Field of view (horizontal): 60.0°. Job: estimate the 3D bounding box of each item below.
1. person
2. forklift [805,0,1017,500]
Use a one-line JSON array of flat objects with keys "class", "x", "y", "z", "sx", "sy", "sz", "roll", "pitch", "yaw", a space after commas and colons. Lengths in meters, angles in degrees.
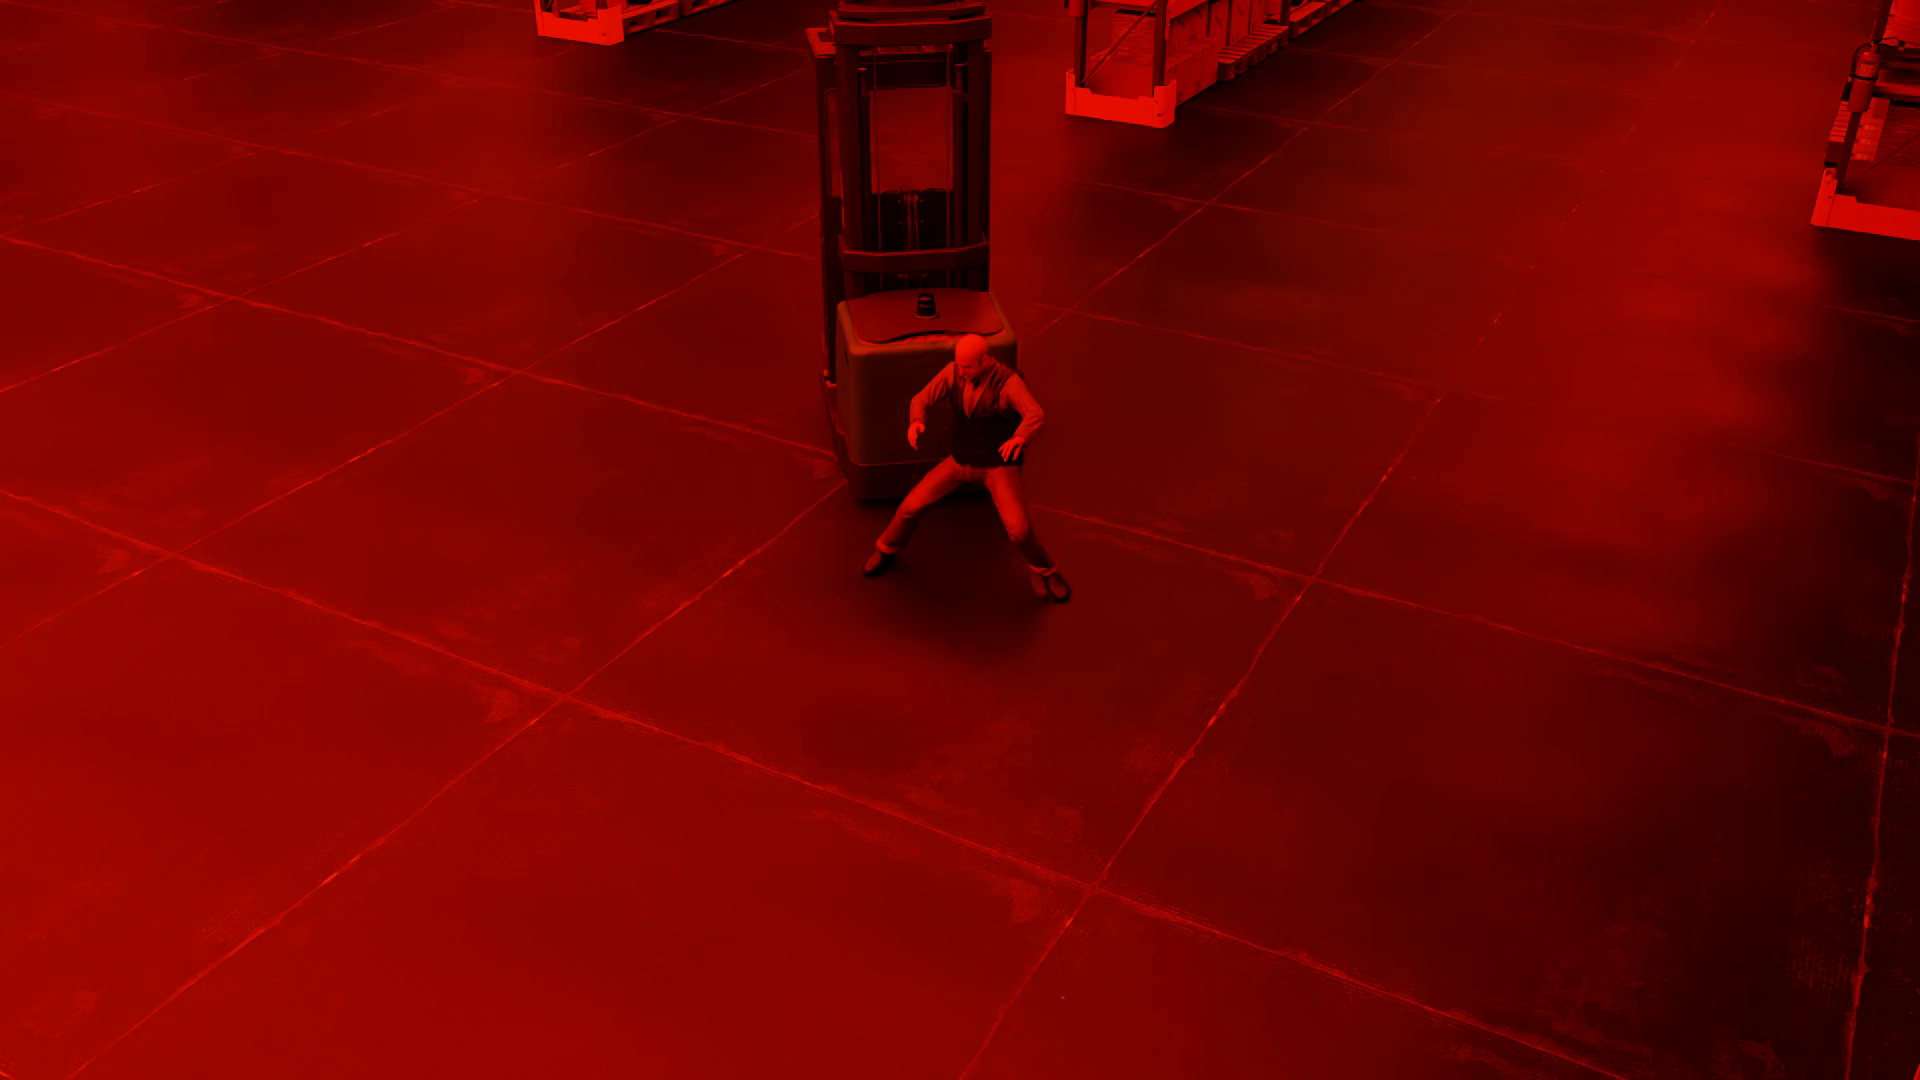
[{"class": "person", "x": 0.078, "y": -0.415, "z": 9.226, "sx": 1.204, "sy": 1.497, "sz": 0.709, "roll": 20, "pitch": 36, "yaw": 31}, {"class": "forklift", "x": -0.393, "y": -2.238, "z": 10.949, "sx": 1.130, "sy": 2.935, "sz": 3.031, "roll": -5, "pitch": 30, "yaw": -8}]
